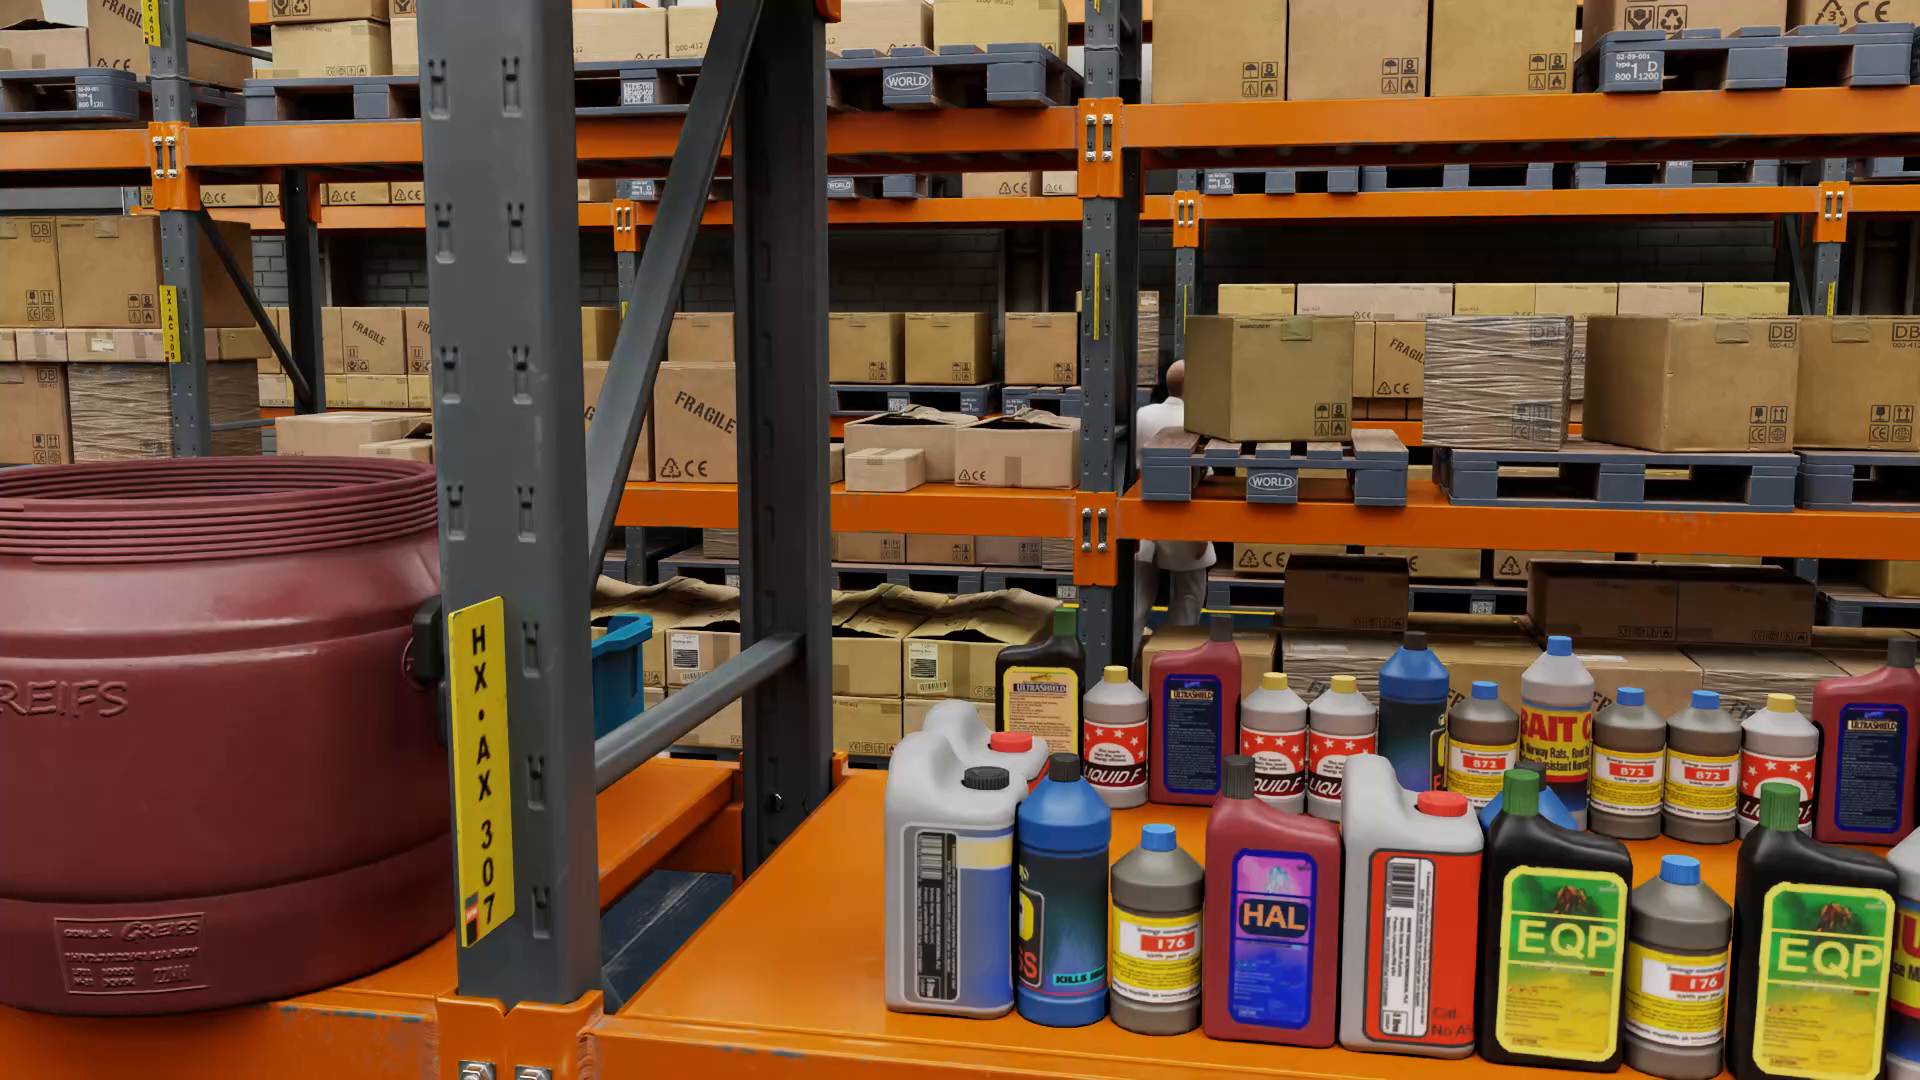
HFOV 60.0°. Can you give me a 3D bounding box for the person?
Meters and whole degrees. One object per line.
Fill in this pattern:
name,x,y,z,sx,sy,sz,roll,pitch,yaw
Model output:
person,1.094,-0.085,8.984,0.605,1.767,0.635,7,11,43
